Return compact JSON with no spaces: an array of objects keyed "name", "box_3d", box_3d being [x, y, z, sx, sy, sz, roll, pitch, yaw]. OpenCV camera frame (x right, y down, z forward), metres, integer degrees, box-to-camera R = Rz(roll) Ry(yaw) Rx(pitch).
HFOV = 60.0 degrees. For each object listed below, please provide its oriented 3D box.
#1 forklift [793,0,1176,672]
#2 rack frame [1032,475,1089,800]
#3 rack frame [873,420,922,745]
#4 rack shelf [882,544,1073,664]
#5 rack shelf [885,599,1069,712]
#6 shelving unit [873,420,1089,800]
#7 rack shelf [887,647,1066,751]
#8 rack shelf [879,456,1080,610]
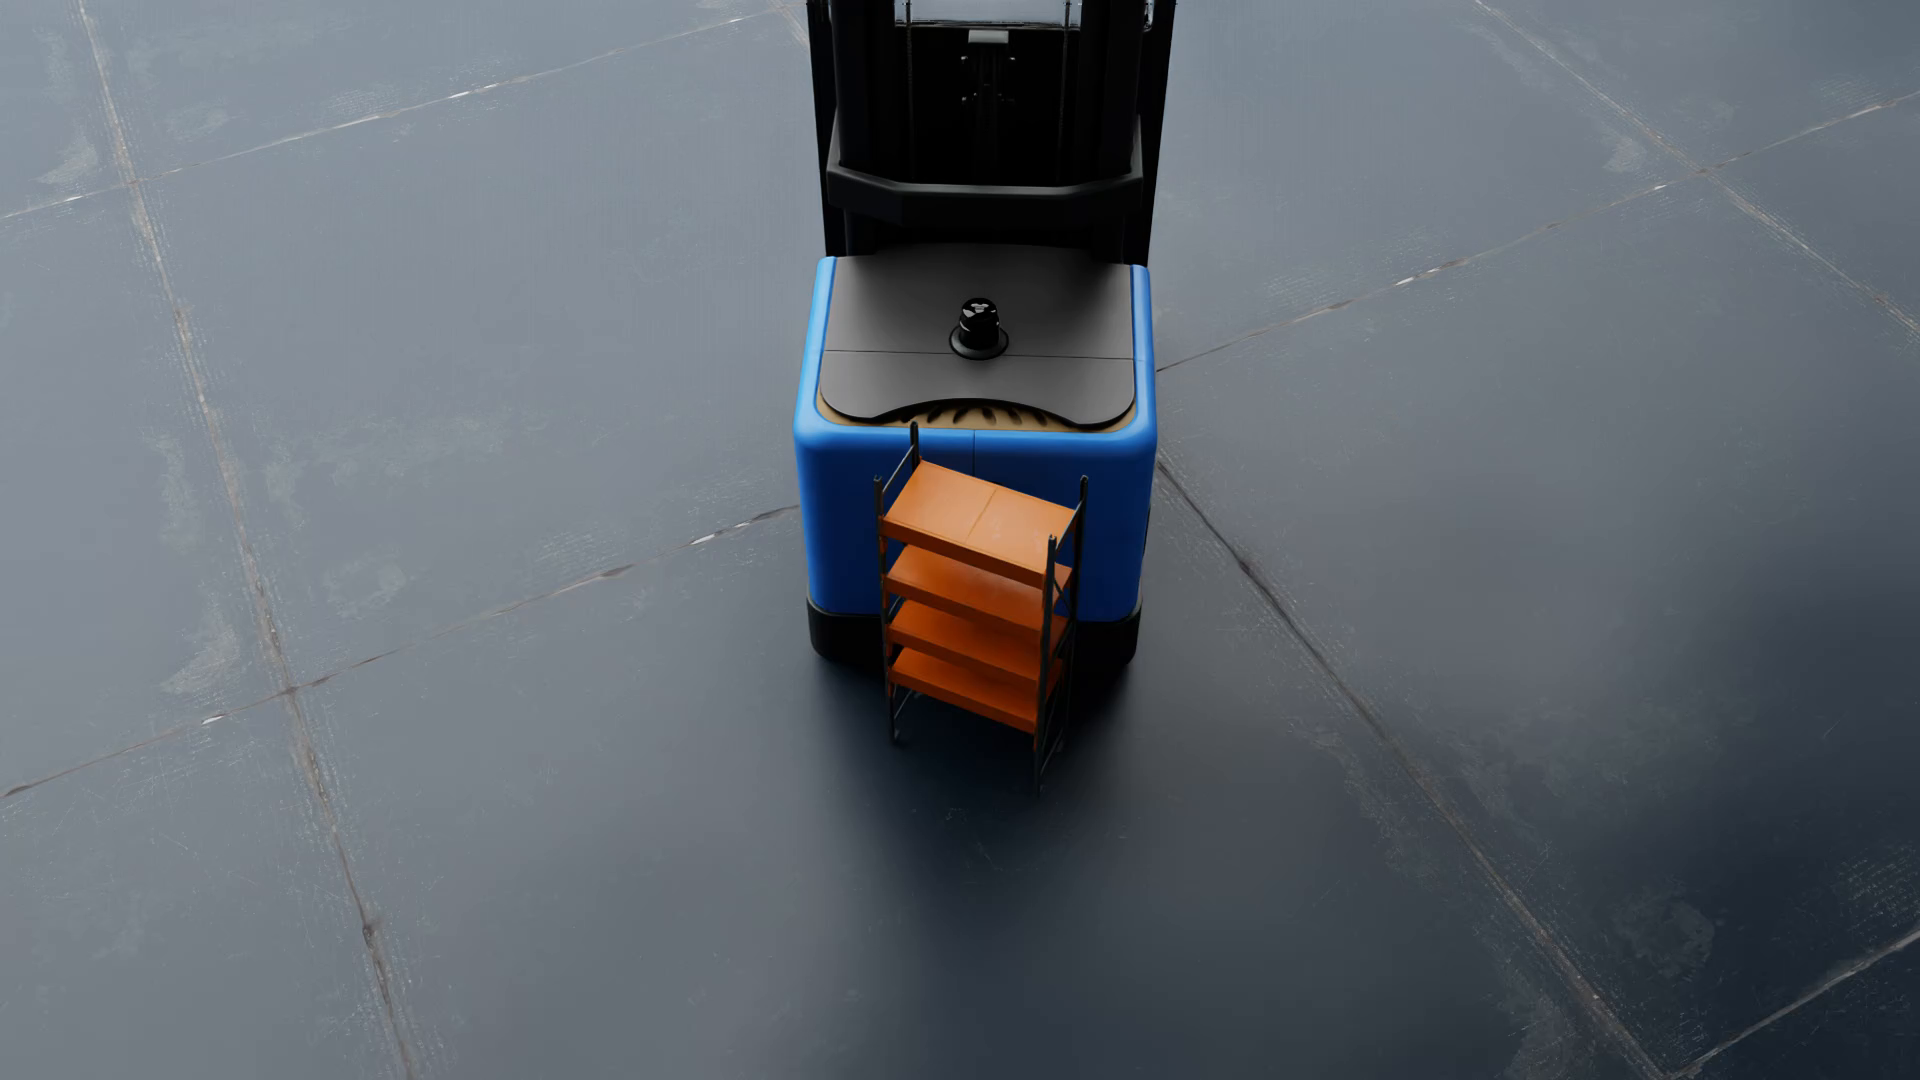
[{"name":"forklift","box_3d":[0.101,-1.650,5.246,1.130,2.935,3.031,2,49,2]},{"name":"rack frame","box_3d":[0.277,0.311,4.681,0.015,1.200,0.240,19,51,16]},{"name":"rack frame","box_3d":[-0.168,0.159,4.813,0.015,1.200,0.240,19,51,16]},{"name":"rack shelf","box_3d":[0.054,0.132,4.629,0.480,0.148,0.258,19,51,16]},{"name":"rack shelf","box_3d":[0.054,0.280,4.798,0.480,0.148,0.258,19,51,16]},{"name":"shelving unit","box_3d":[0.054,0.235,4.747,0.503,1.200,0.258,19,51,16]},{"name":"rack shelf","box_3d":[0.054,0.410,4.947,0.480,0.148,0.258,19,51,16]},{"name":"rack shelf","box_3d":[0.054,-0.023,4.451,0.480,0.148,0.258,19,51,16]}]
